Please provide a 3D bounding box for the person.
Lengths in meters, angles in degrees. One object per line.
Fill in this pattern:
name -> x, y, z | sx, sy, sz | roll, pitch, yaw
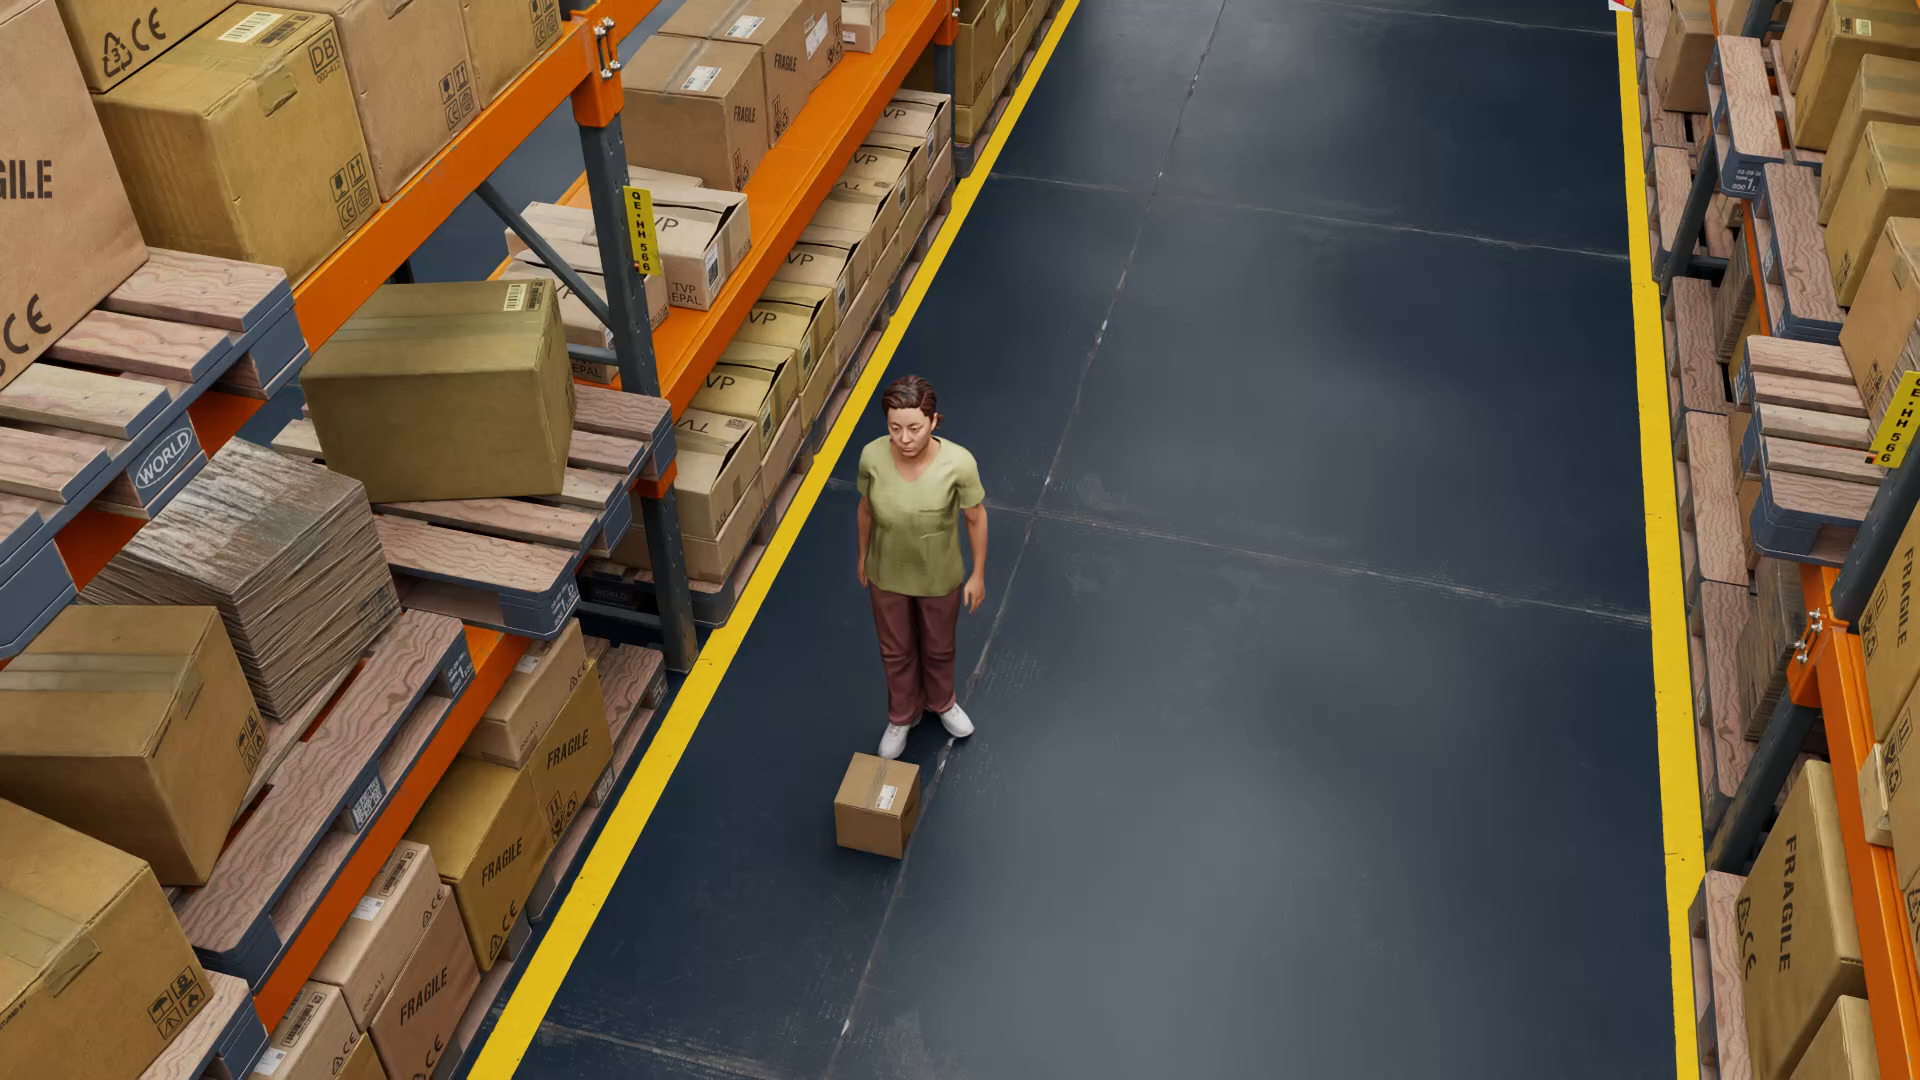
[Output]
person -> -0.145, 0.117, 6.009 | 0.486, 1.669, 0.394 | 5, 41, 5
